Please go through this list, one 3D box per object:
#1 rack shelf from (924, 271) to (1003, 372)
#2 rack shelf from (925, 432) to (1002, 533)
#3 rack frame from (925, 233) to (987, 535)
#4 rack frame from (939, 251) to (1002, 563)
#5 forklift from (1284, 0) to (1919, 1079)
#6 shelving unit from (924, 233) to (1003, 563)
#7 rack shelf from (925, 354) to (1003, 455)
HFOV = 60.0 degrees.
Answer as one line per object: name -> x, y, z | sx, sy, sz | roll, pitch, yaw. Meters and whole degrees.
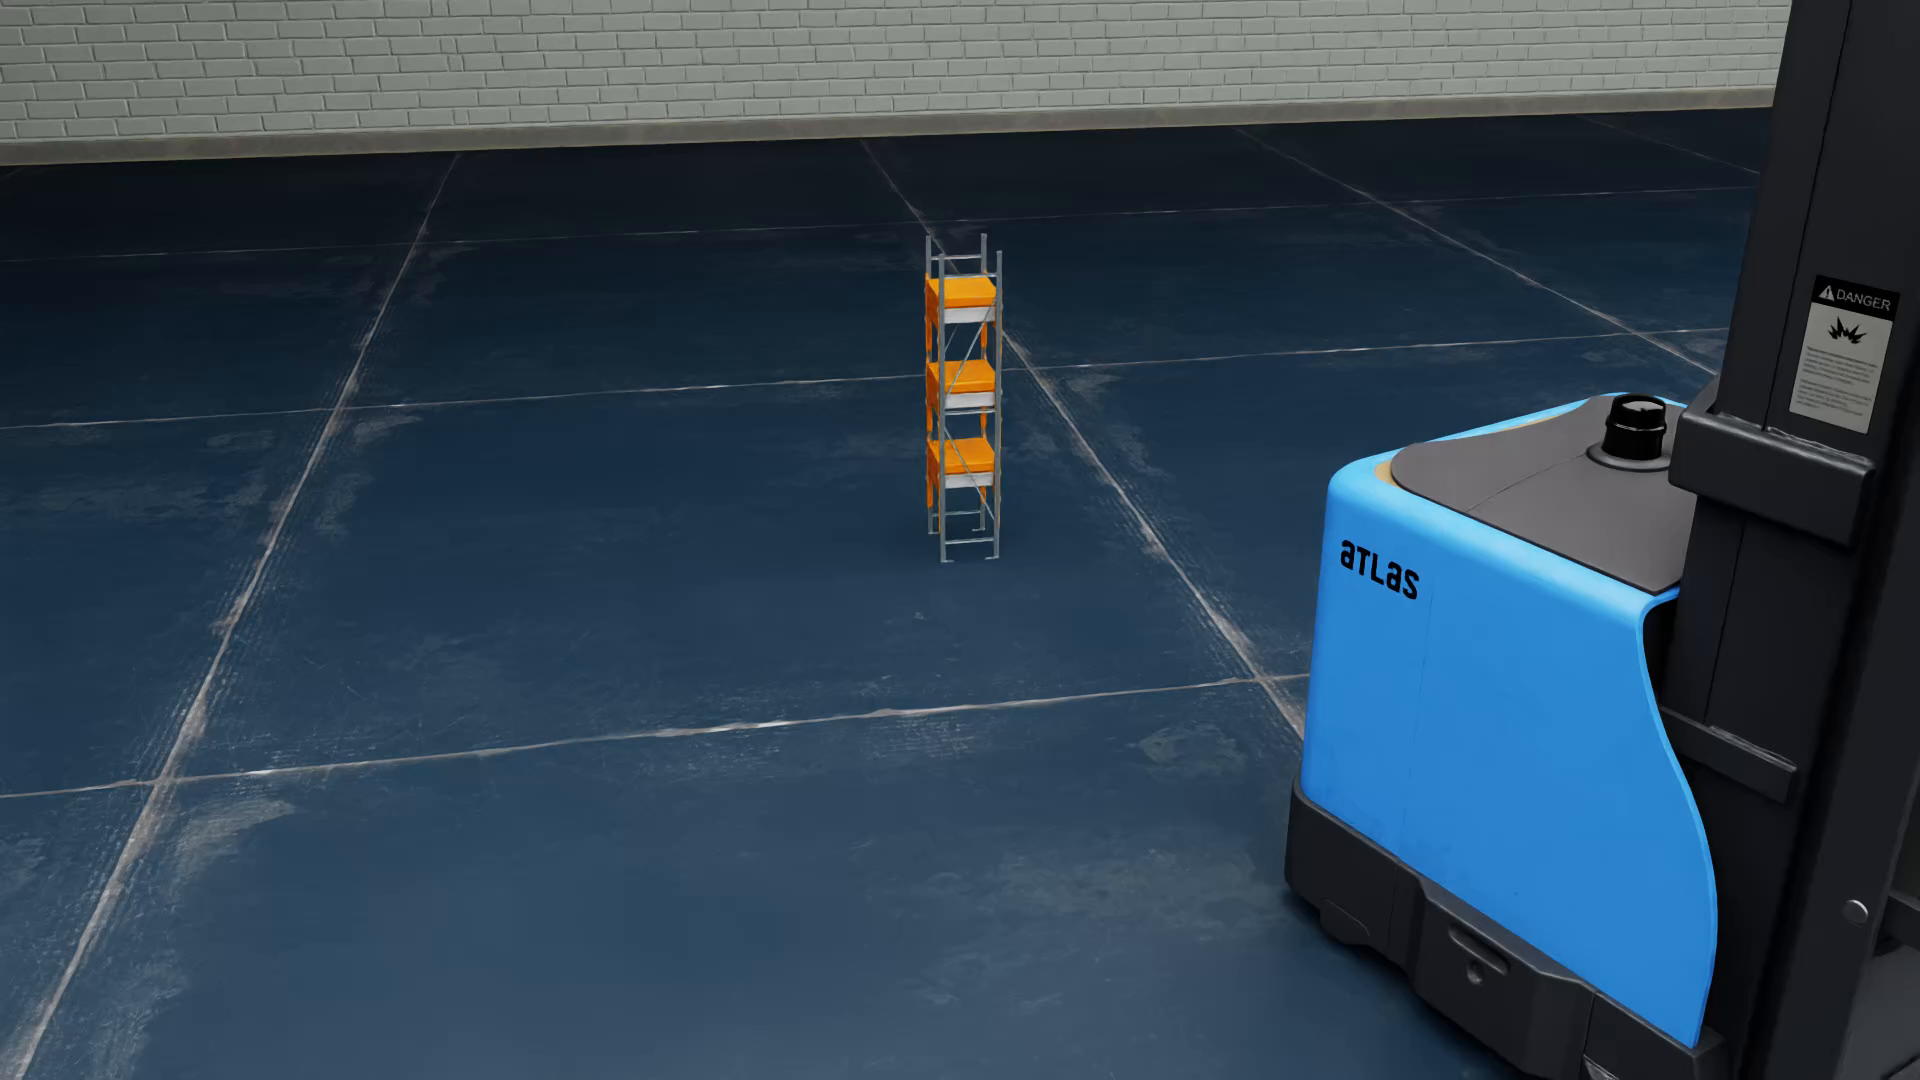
rack shelf -> 0.010, -0.710, 5.382 | 0.215, 0.259, 0.240 | -4, 24, -10
rack shelf -> 0.010, -0.196, 5.607 | 0.215, 0.259, 0.240 | -4, 24, -10
rack frame -> -0.013, -0.508, 5.602 | 0.200, 1.050, 0.008 | -4, 24, -10
rack frame -> 0.032, -0.412, 5.382 | 0.200, 1.050, 0.008 | -4, 24, -10
forklift -> 1.960, -0.120, 2.363 | 1.130, 2.935, 3.031 | -14, 27, -30
shelving unit -> 0.010, -0.460, 5.492 | 0.215, 1.050, 0.252 | -4, 24, -10
rack shelf -> 0.010, -0.450, 5.496 | 0.215, 0.259, 0.240 | -4, 24, -10
